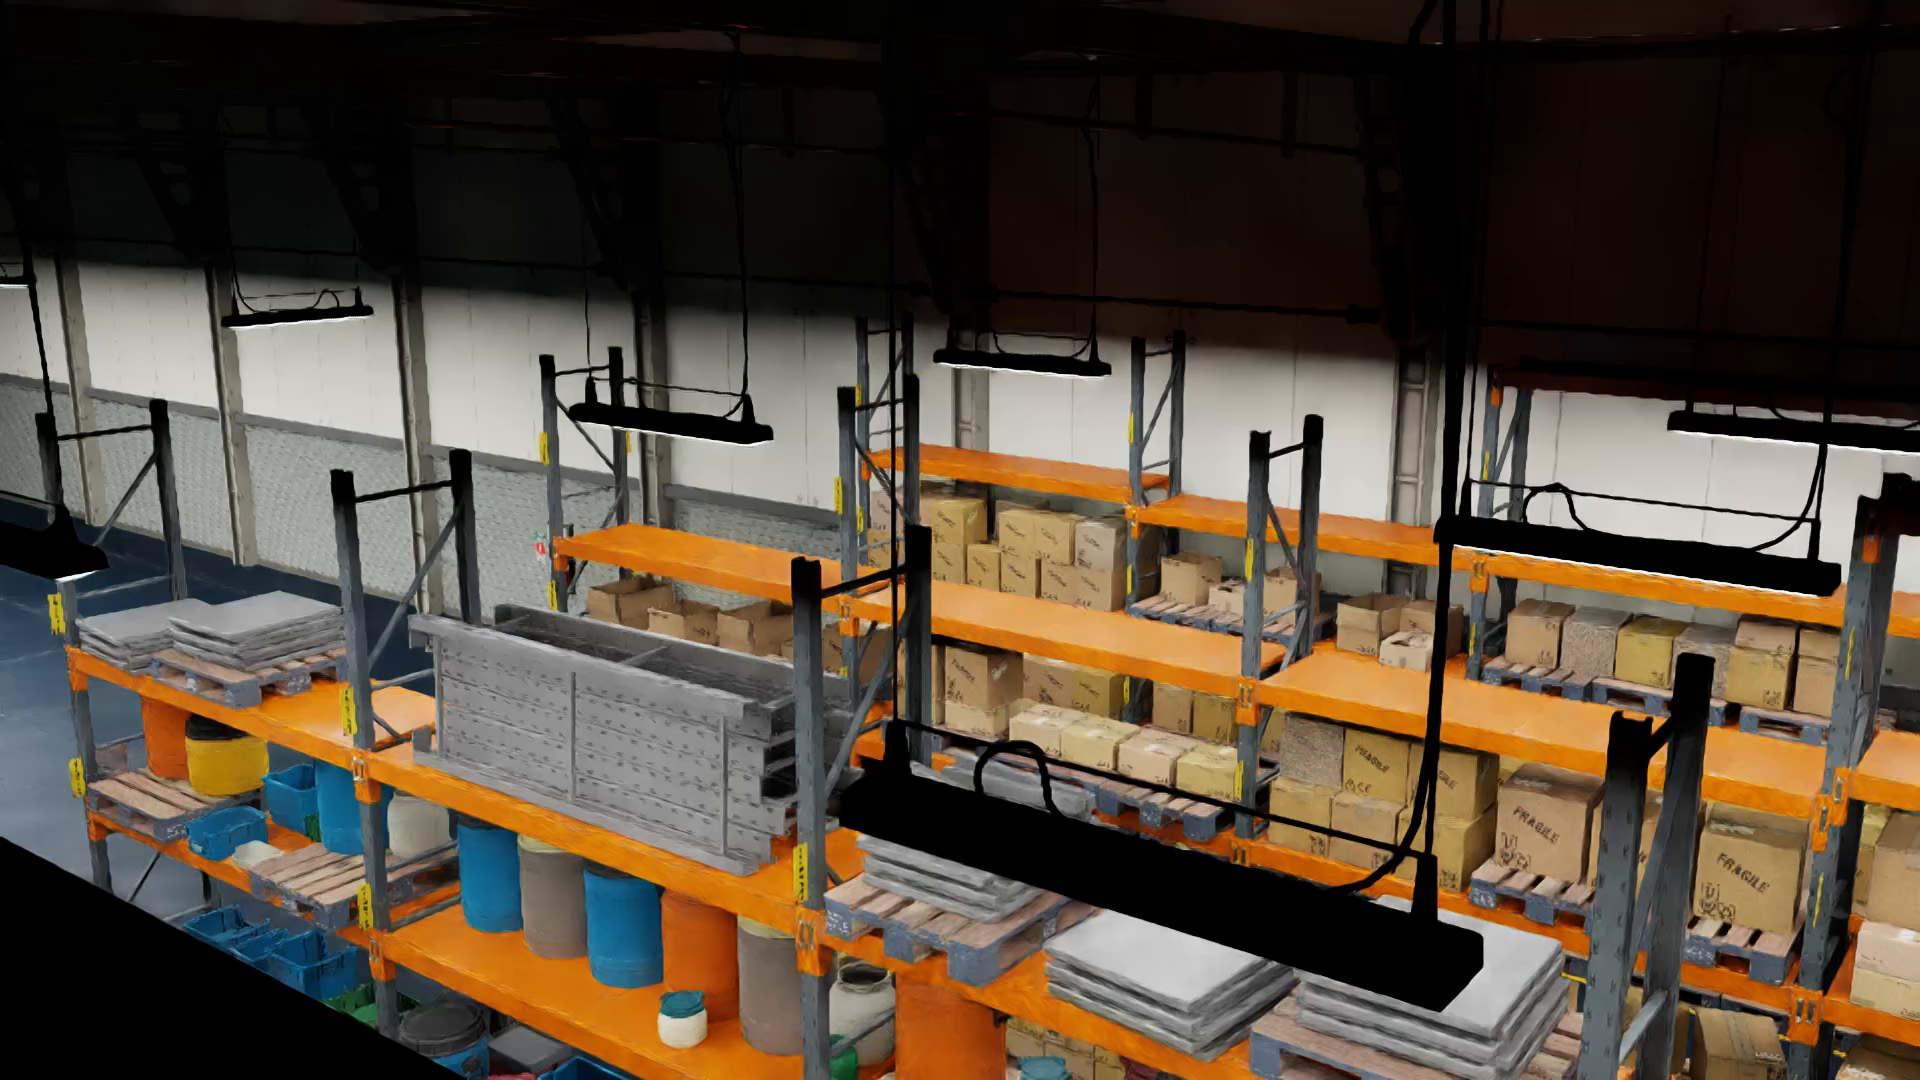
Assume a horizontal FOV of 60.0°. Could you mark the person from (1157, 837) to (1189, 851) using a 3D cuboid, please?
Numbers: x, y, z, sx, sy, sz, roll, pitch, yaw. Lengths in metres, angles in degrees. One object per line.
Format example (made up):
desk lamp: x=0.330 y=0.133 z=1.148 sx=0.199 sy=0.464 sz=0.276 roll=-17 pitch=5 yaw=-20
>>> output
person: x=2.044 y=3.532 z=16.274 sx=0.494 sy=1.673 sz=0.434 roll=1 pitch=13 yaw=6
